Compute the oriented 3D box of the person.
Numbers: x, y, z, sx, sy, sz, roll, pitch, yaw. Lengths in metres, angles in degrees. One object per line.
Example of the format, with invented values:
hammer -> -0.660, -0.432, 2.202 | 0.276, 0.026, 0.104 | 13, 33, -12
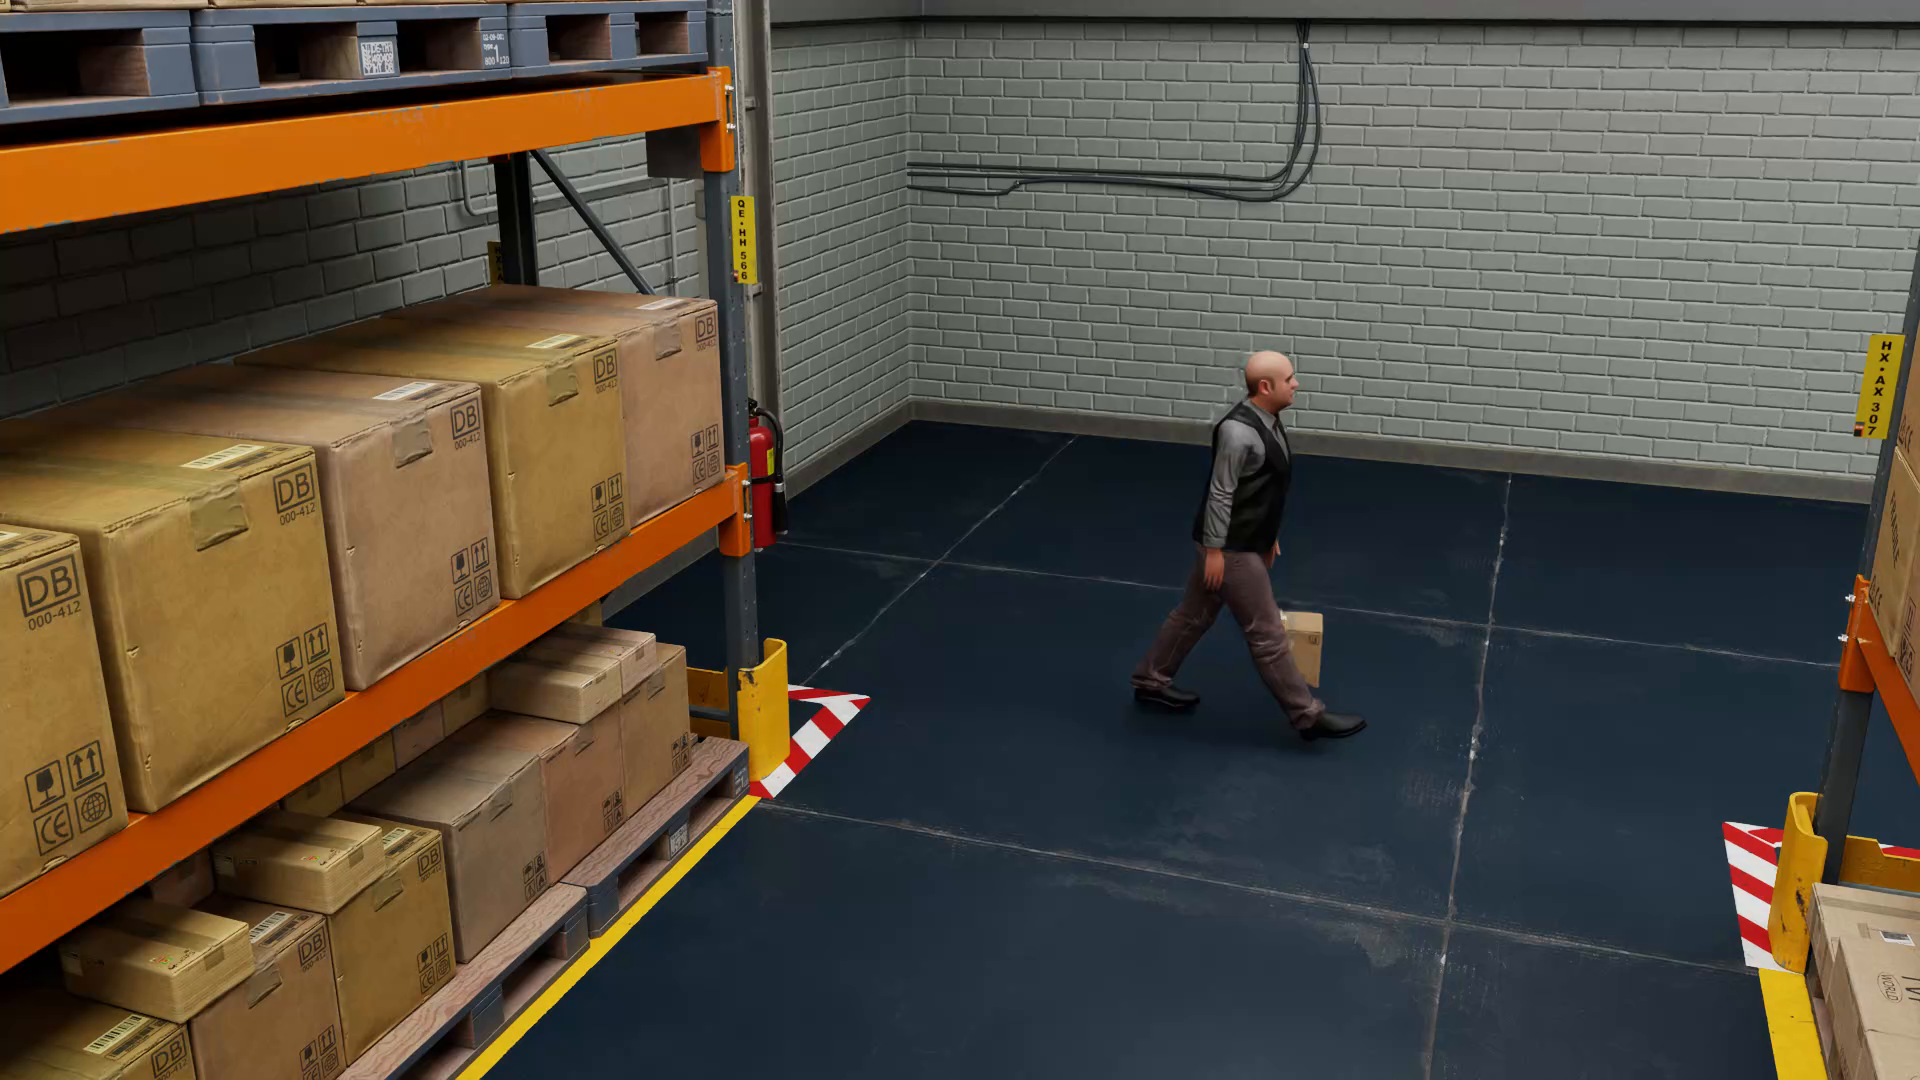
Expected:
person -> 1.264, 0.005, 7.097 | 1.067, 1.652, 0.547 | 6, 19, 18
